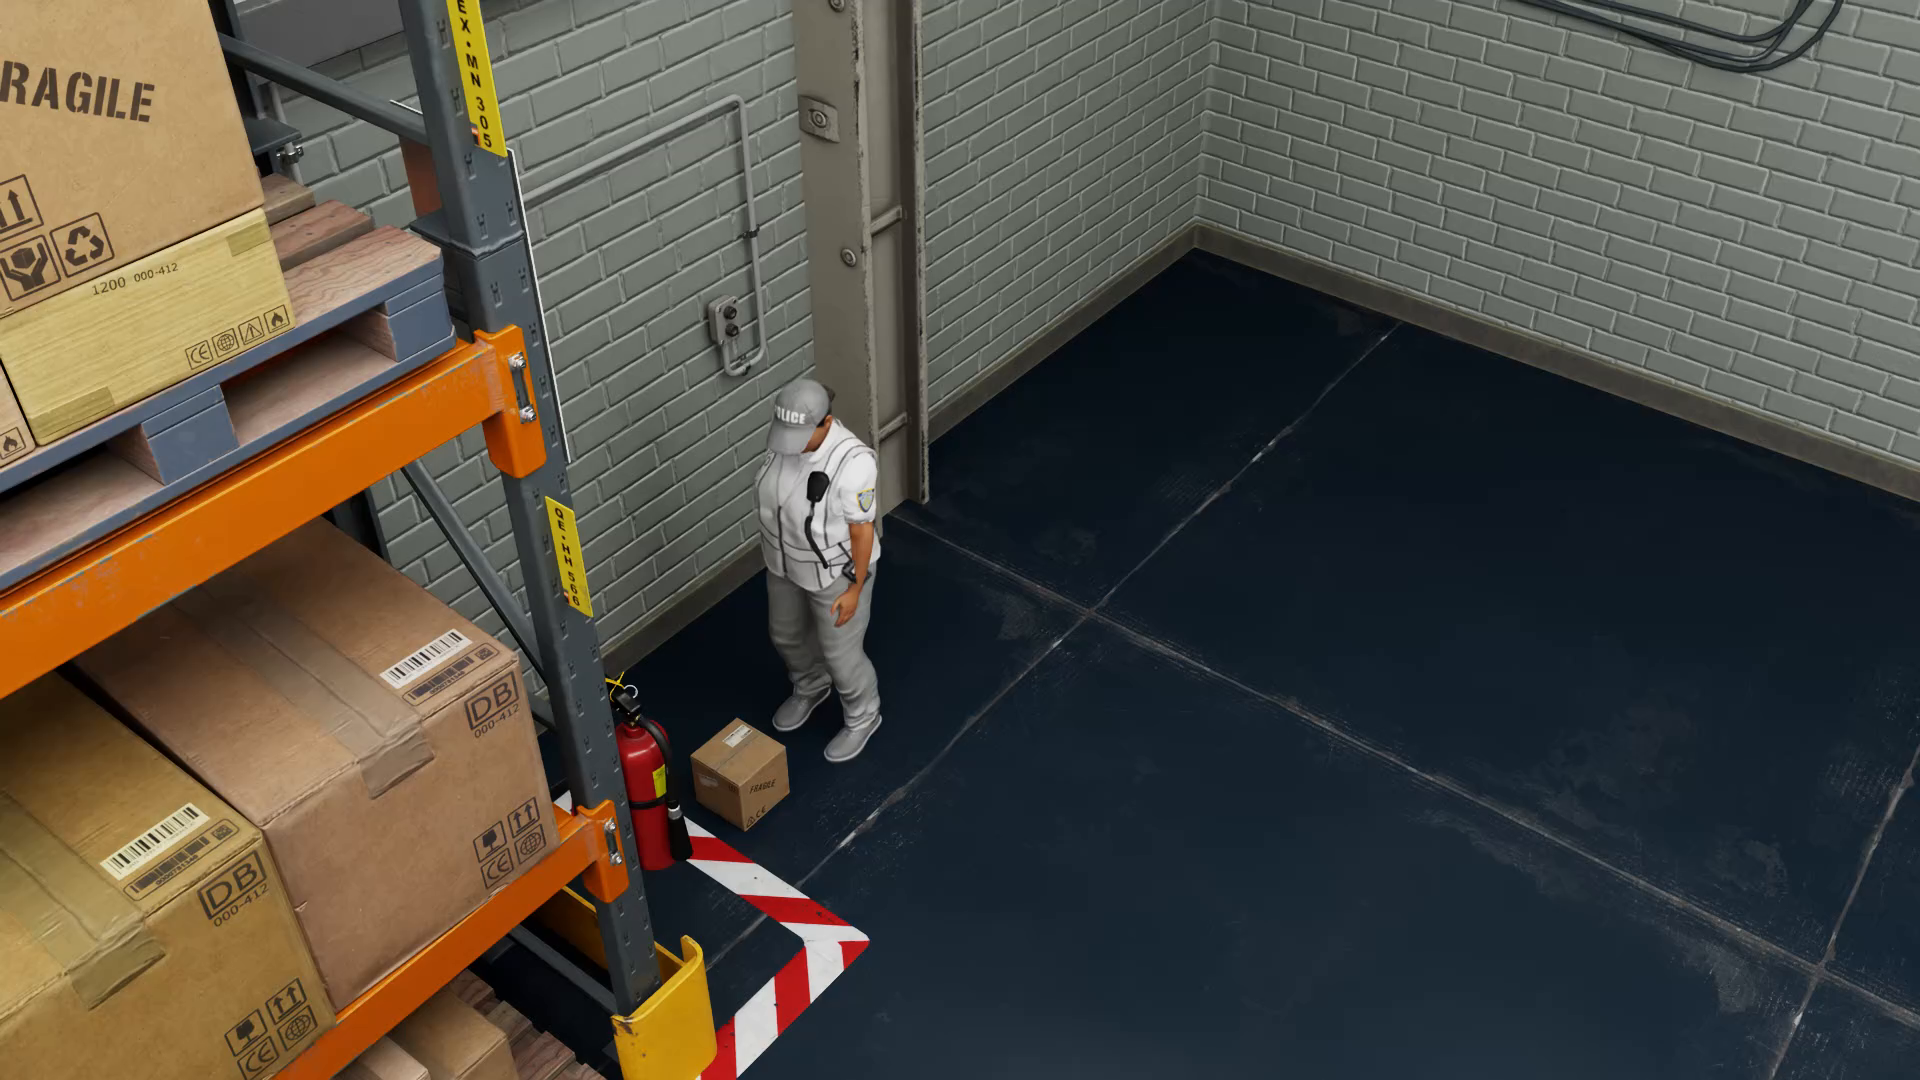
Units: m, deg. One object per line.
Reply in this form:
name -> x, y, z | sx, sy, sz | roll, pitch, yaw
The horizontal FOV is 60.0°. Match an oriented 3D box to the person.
person -> -0.511, 0.109, 6.037 | 0.476, 1.650, 0.378 | 27, 46, 29
